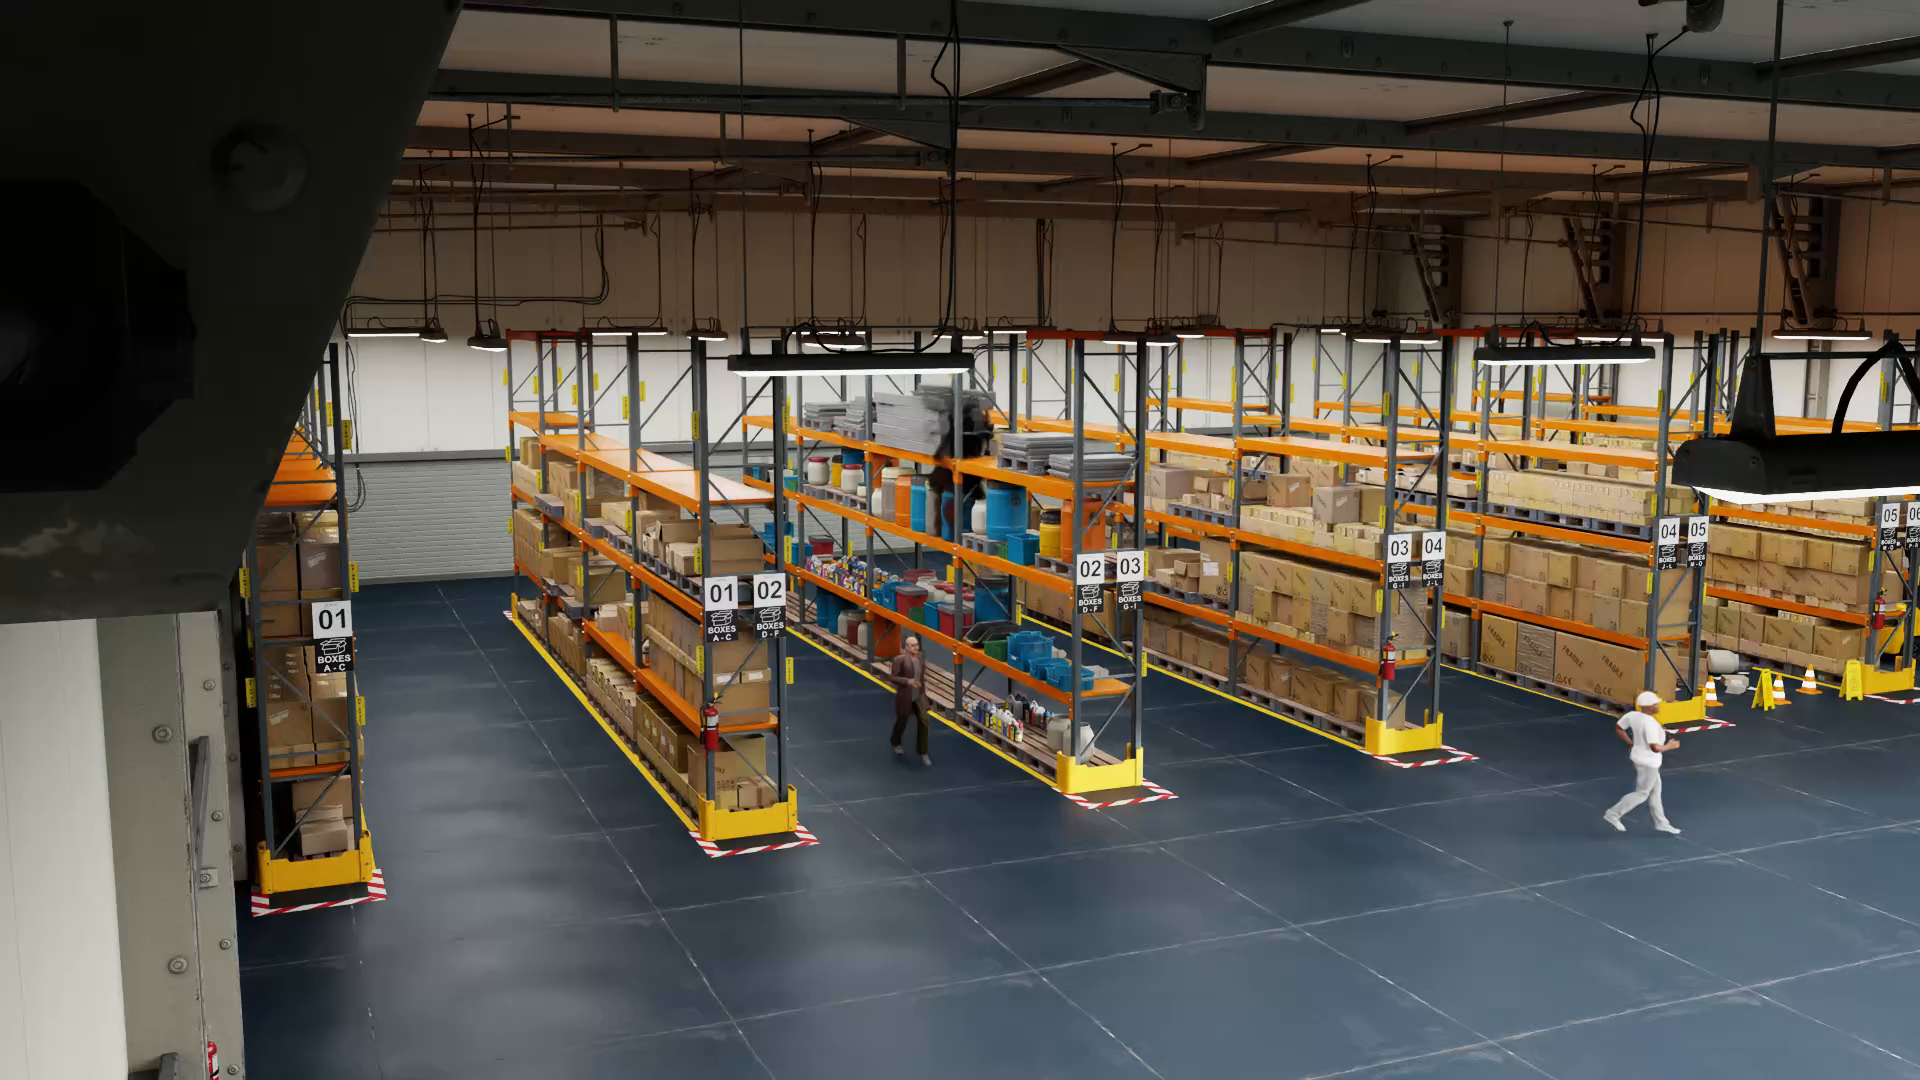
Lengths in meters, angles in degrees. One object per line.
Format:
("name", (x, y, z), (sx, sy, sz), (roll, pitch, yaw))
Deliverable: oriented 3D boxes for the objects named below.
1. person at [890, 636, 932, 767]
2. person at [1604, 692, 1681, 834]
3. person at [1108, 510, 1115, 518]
("person", (-0.723, 2.258, 23.552), (0.643, 1.835, 0.936), (-4, 9, -26))
("person", (8.310, 2.705, 20.108), (0.936, 1.770, 0.695), (0, 8, 3))
("person", (3.722, -0.020, 41.036), (0.773, 1.626, 0.615), (-5, 9, -32))
